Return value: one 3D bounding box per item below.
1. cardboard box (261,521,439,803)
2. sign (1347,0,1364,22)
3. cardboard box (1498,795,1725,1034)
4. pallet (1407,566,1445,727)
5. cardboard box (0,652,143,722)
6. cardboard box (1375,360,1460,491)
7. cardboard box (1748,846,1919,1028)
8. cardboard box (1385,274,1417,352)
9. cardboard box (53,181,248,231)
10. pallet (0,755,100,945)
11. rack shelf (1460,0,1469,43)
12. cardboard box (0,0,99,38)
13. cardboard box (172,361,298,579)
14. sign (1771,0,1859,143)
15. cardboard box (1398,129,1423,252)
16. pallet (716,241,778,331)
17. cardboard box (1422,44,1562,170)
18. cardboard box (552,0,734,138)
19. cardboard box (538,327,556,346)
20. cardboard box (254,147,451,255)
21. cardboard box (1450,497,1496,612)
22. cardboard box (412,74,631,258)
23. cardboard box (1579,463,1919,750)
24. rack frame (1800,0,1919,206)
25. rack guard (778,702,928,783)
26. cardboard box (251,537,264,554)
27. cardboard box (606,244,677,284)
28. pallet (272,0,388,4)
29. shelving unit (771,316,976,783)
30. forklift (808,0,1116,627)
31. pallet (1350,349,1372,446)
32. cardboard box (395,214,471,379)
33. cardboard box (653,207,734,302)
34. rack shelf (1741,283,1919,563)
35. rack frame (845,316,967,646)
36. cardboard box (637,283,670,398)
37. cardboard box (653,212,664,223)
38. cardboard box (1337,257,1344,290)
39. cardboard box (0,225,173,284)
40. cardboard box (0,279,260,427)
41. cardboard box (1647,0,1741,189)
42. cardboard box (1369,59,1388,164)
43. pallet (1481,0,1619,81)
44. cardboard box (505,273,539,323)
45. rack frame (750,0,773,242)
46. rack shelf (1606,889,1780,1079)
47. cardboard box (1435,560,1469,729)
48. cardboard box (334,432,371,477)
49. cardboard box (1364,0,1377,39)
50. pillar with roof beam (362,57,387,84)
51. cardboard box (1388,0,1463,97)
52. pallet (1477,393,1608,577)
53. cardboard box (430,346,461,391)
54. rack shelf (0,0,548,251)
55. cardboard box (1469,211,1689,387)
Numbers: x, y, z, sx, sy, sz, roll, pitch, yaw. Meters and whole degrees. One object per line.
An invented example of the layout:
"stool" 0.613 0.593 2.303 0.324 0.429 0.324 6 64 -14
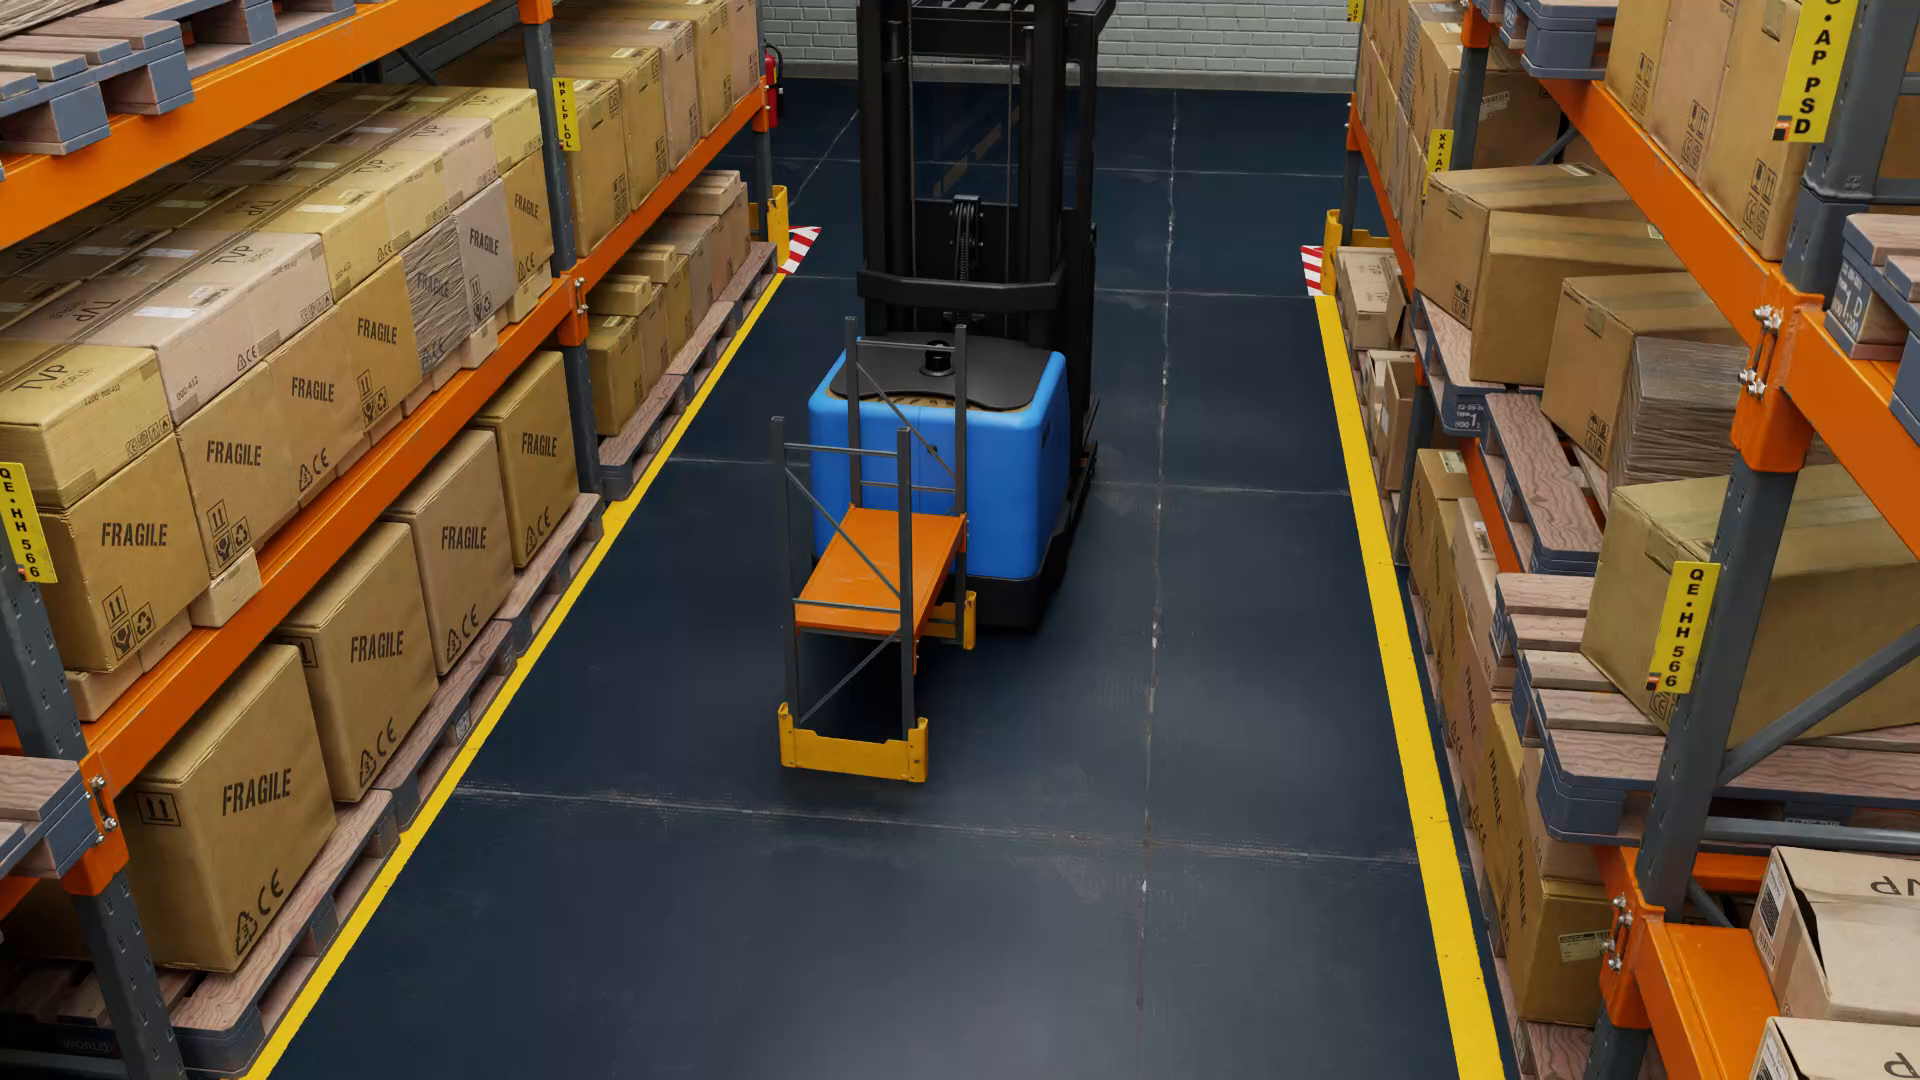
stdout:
"cardboard box" -2.479 0.419 6.134 0.750 0.750 0.750 3 28 6
"sign" 2.546 -3.485 10.643 0.100 0.325 0.005 3 28 6
"cardboard box" 1.986 1.147 5.131 0.500 0.500 0.500 4 29 8
"pallet" 2.532 0.424 7.241 1.003 0.211 1.213 3 28 6
"cardboard box" -2.543 0.368 4.648 0.380 0.149 0.250 3 28 5
"cardboard box" 2.382 -0.567 8.311 0.500 0.500 0.500 3 28 6
"cardboard box" 2.016 0.902 3.508 0.500 0.311 0.500 5 29 9
"cardboard box" 2.819 -1.168 9.424 0.797 0.503 0.637 3 28 6
"cardboard box" -2.820 -1.059 5.823 0.500 0.250 0.500 3 28 5
"pallet" -2.794 0.834 3.742 1.213 0.211 1.003 3 28 6
"rack shelf" 2.839 -3.134 8.501 1.077 0.370 4.000 3 28 6
"cardboard box" -2.798 -1.635 4.390 0.700 0.500 0.500 2 28 3
"cardboard box" -2.426 -0.236 5.085 0.500 0.500 0.500 4 29 8
"sign" 1.566 -0.887 3.026 0.100 0.325 0.005 3 28 6
"cardboard box" 2.462 -1.726 8.186 0.500 0.500 0.500 4 29 8
"pallet" -1.853 -1.749 11.275 1.003 0.211 1.213 3 28 6
"cardboard box" 2.399 -1.926 7.503 0.500 0.500 0.500 3 29 6
"cardboard box" -1.963 -2.906 10.166 0.980 0.700 0.700 3 28 6
"cardboard box" -2.344 -1.135 8.702 0.380 0.149 0.250 3 28 6
"cardboard box" -2.261 -1.274 6.222 0.500 0.250 0.500 4 29 7
"cardboard box" 2.170 0.072 6.335 0.500 0.250 0.500 3 29 6
"cardboard box" -2.240 -1.862 8.227 0.980 0.700 0.700 4 29 7
"cardboard box" 2.069 0.162 4.239 0.700 0.500 0.500 -6 29 -11
"rack frame" 2.104 -1.947 2.377 1.000 3.000 0.127 3 28 6
"rack guard" -0.417 0.792 6.516 0.587 0.250 0.087 5 29 10
"cardboard box" -2.478 0.004 5.323 0.380 0.149 0.250 3 28 6
"cardboard box" -1.843 -1.588 9.543 0.380 0.149 0.250 3 28 5
"pallet" -2.386 -2.277 6.353 0.805 0.209 1.217 2 28 4
"shelving unit" -0.319 0.011 6.649 0.587 1.500 1.083 5 29 10
"forklift" 0.126 -1.583 8.098 1.130 2.935 3.031 6 29 10
"pallet" 2.826 -0.860 9.625 1.003 0.211 1.213 3 28 6
"cardboard box" -2.252 -0.950 6.411 0.500 0.500 0.500 3 29 6
"cardboard box" -1.880 -1.872 10.754 0.700 0.500 0.500 3 28 6
"rack shelf" 1.859 0.631 1.511 1.077 0.370 4.000 3 28 6
"rack frame" -0.221 -0.222 7.080 0.500 1.500 0.032 5 29 10
"cardboard box" -2.065 -1.142 9.400 0.700 0.500 0.500 3 28 6
"cardboard box" -2.095 -2.107 10.507 0.380 0.149 0.250 4 29 7
"cardboard box" 2.661 -1.723 10.810 0.380 0.166 0.250 3 28 6
"cardboard box" -2.882 -0.820 5.378 0.500 0.250 0.500 3 28 5
"cardboard box" -2.436 -0.558 4.892 0.500 0.250 0.500 3 28 5
"cardboard box" 2.186 -1.118 3.895 0.910 0.500 0.500 3 28 6
"cardboard box" 2.646 -2.443 9.517 0.500 0.500 0.500 3 28 6
"pallet" 2.320 -1.636 5.159 1.213 0.211 1.003 3 28 6
"cardboard box" -2.091 -1.078 7.331 0.380 0.149 0.250 4 29 7
"rack frame" -1.833 -3.358 11.321 1.000 3.000 0.127 3 28 6
"rack shelf" 1.859 1.952 2.223 1.077 0.370 4.000 3 28 6
"cardboard box" 2.170 0.418 6.484 0.500 0.500 0.500 4 29 7
"cardboard box" -2.365 -0.355 5.990 0.380 0.149 0.250 4 29 6
"cardboard box" 2.768 -3.363 10.169 0.500 0.500 0.500 4 29 8
"pillar with roof beam" 1.177 -4.246 6.643 9.100 9.000 0.400 3 28 6
"cardboard box" 2.584 -2.642 8.831 0.500 0.500 0.500 3 28 6
"pallet" 2.338 -0.137 5.545 1.003 0.211 1.213 3 28 6
"cardboard box" -2.237 -0.719 6.666 0.380 0.149 0.250 3 28 6
"rack shelf" -2.568 -1.538 5.537 1.077 0.370 4.000 3 28 6
"cardboard box" 2.293 -0.881 6.174 0.700 0.500 0.500 8 29 14
